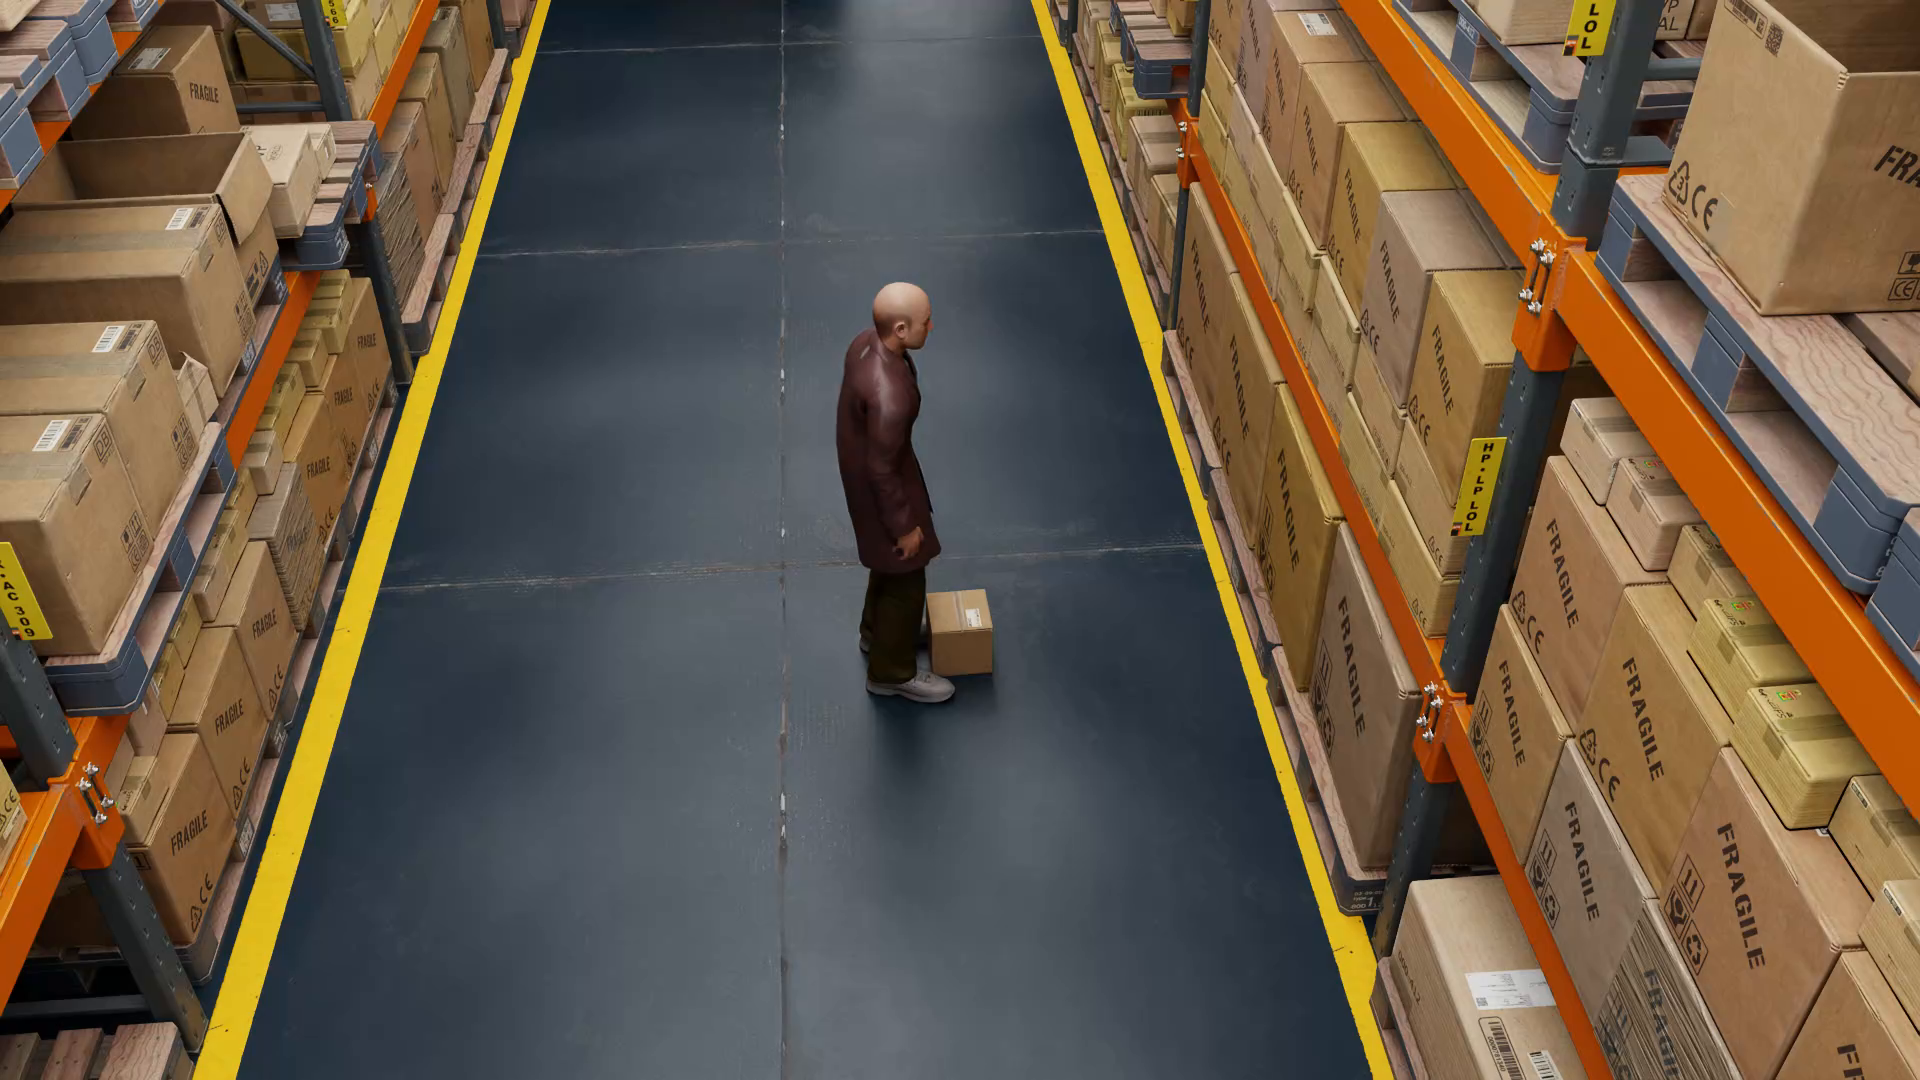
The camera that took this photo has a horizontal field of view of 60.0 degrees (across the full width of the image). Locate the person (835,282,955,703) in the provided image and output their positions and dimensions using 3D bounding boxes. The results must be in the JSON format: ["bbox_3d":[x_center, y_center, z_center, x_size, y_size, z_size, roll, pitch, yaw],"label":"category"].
[{"bbox_3d":[-0.256,-0.189,6.403,0.423,1.773,0.640,-4,39,-5],"label":"person"}]
